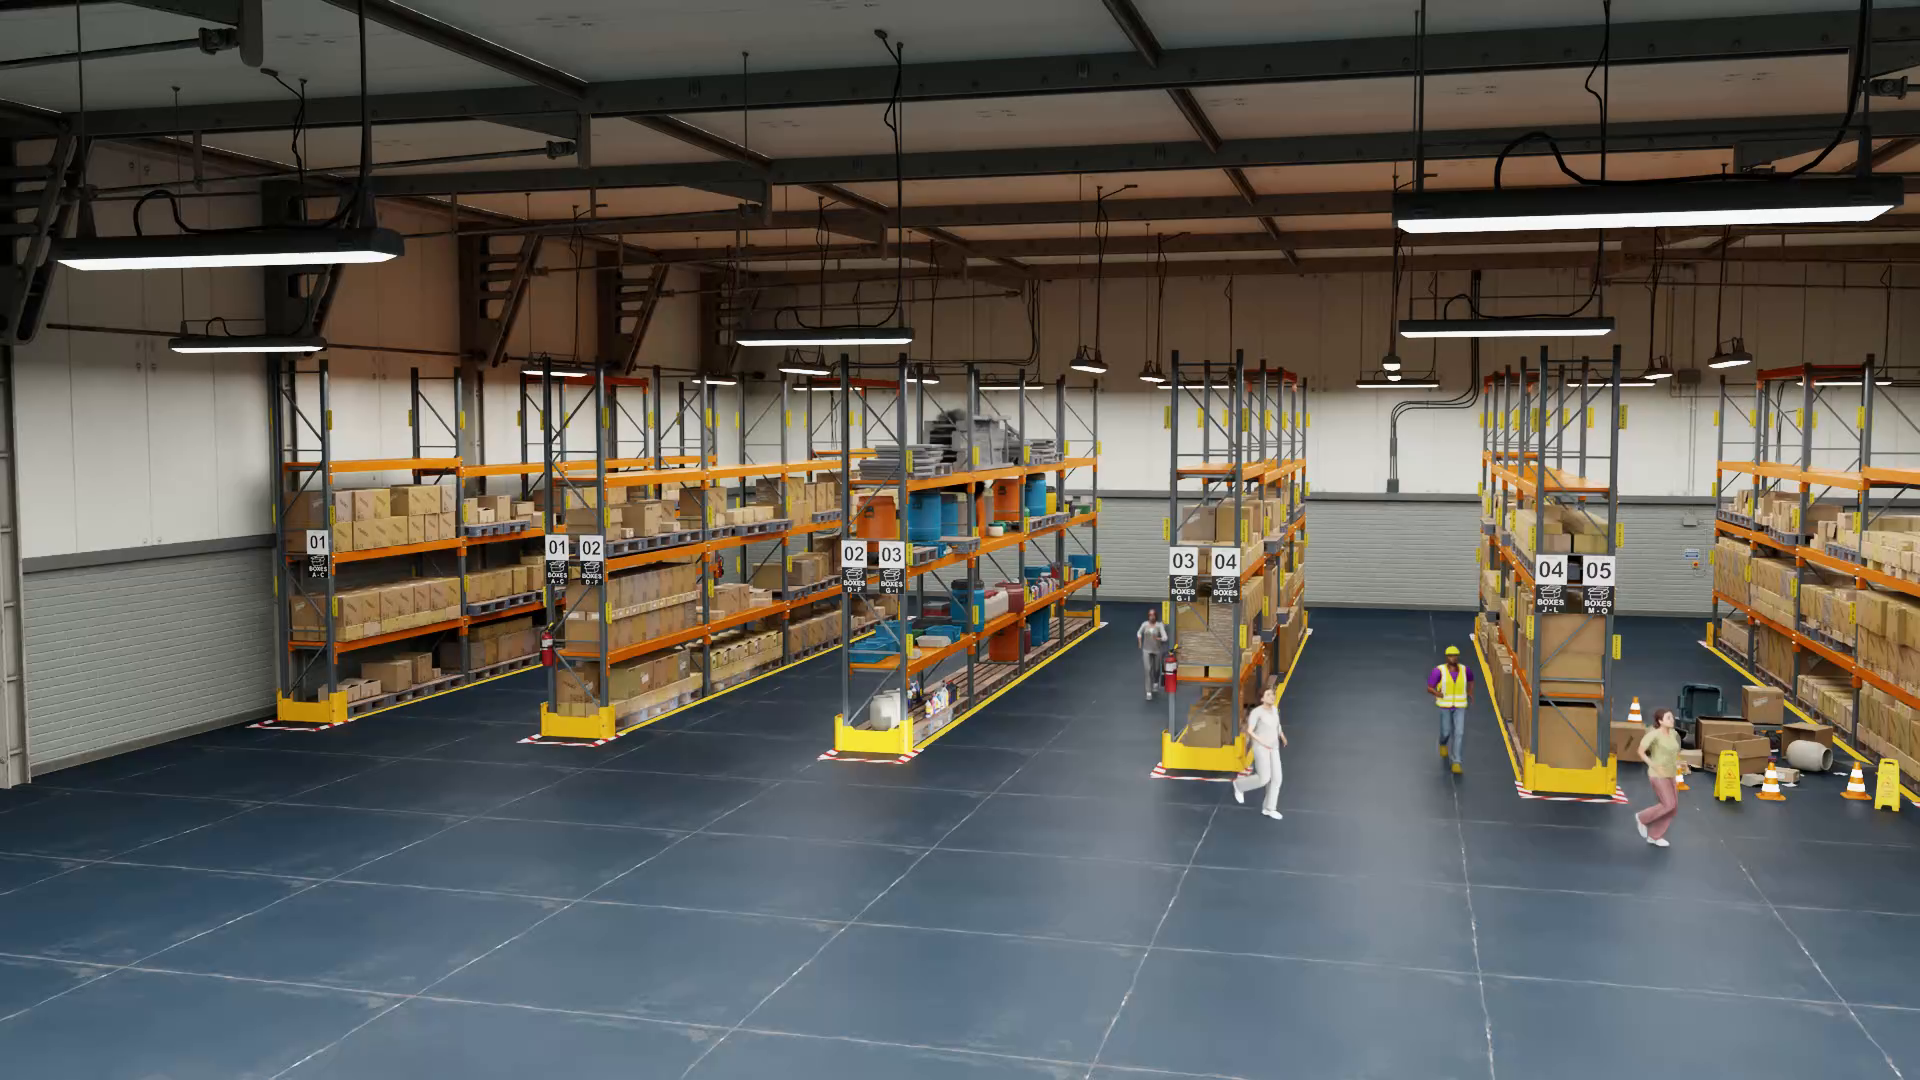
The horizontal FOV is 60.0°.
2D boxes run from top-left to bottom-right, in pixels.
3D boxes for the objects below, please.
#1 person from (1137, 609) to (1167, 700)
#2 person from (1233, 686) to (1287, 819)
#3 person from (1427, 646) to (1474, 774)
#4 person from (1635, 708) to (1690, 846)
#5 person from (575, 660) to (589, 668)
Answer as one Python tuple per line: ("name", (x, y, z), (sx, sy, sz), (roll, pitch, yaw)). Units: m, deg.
("person", (3.457, 2.031, 29.947), (0.536, 1.586, 0.893), (0, 4, 6))
("person", (3.860, 2.674, 21.171), (0.572, 1.654, 0.724), (-3, 5, -35))
("person", (7.054, 2.397, 23.862), (0.700, 1.762, 0.957), (0, 4, 7))
("person", (8.259, 2.781, 19.554), (0.559, 1.624, 0.525), (-2, 5, -30))
("person", (-6.713, 1.992, 30.021), (0.660, 1.699, 0.772), (0, 4, 5))
